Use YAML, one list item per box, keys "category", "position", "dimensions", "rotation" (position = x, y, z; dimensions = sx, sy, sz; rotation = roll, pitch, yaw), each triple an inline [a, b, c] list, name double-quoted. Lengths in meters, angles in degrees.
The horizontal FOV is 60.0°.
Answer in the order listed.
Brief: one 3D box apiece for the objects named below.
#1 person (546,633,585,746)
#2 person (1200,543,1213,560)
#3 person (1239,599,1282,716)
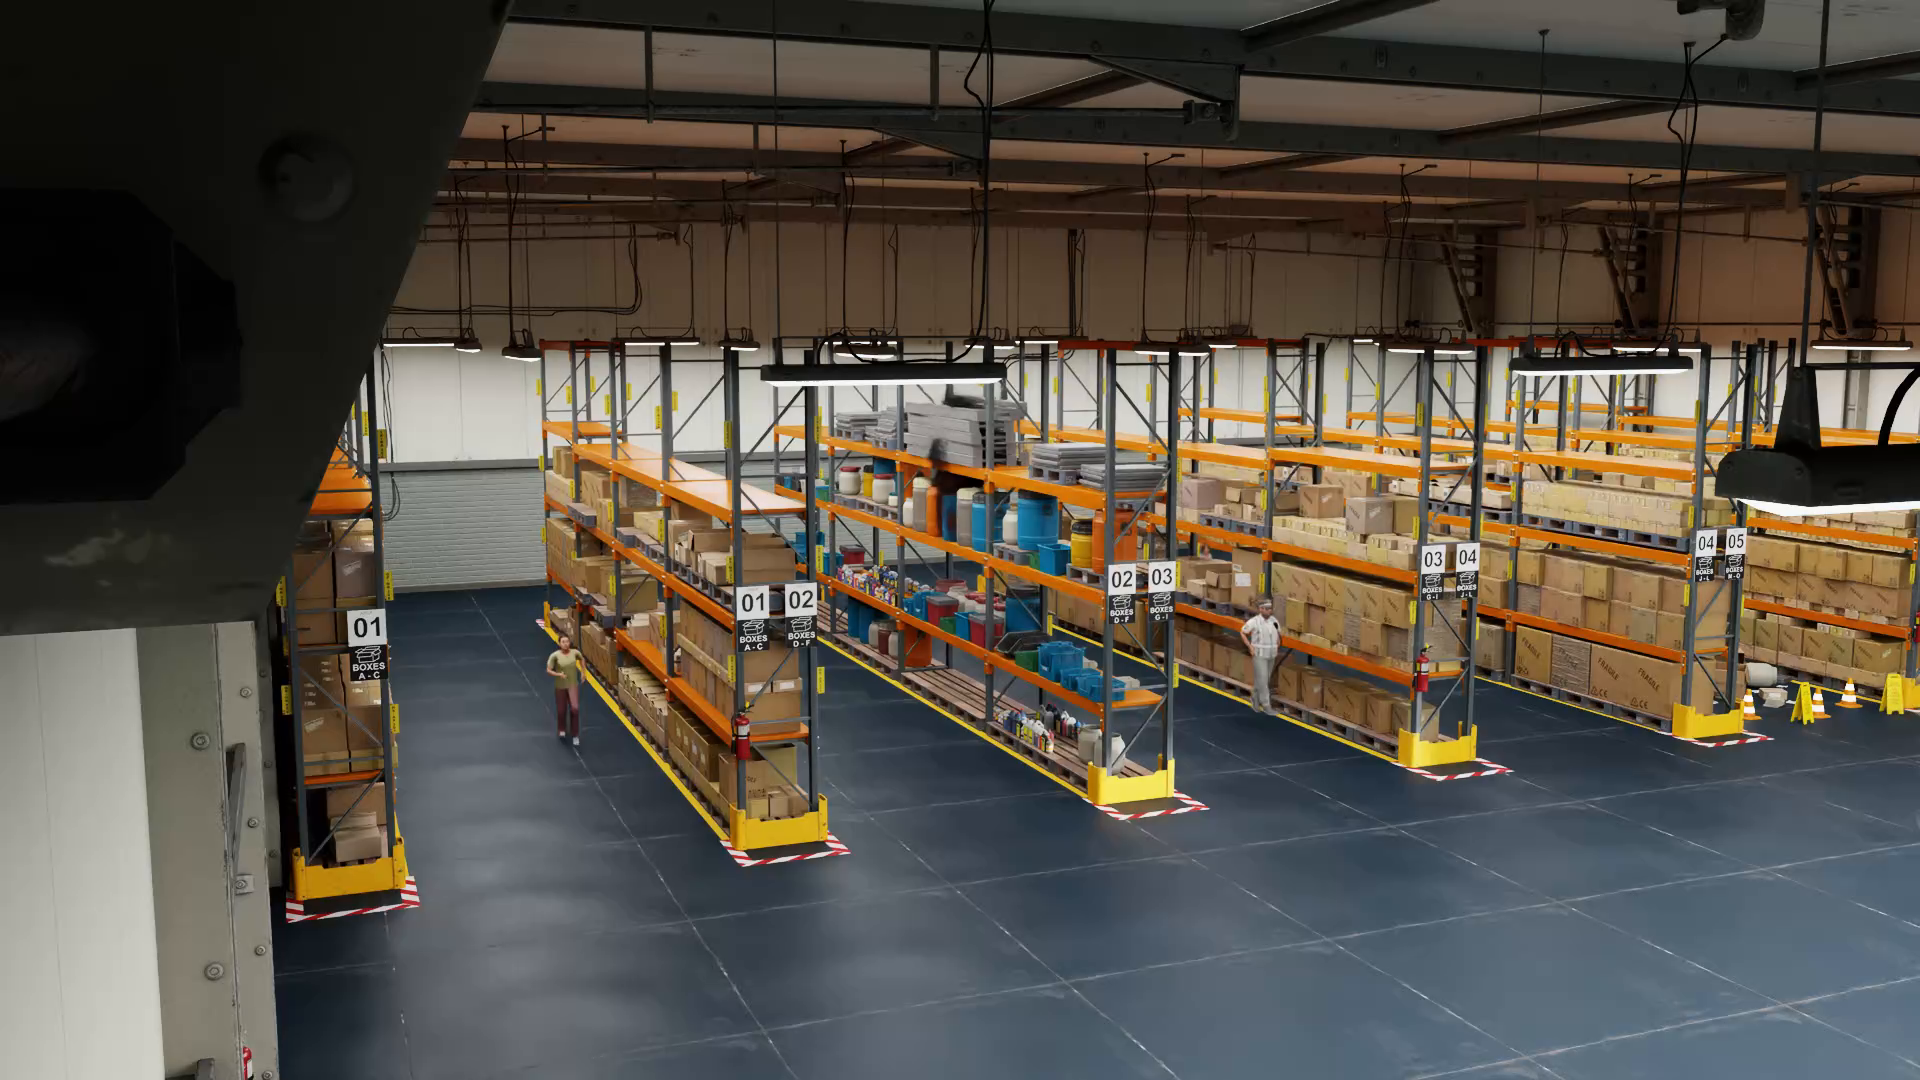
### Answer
- category: "person"
  position: [-5.941, 2.262, 25.122]
  dimensions: [0.597, 1.736, 0.711]
  rotation: [-3, 8, -20]
- category: "person"
  position: [5.352, 0.840, 36.421]
  dimensions: [0.537, 1.560, 0.549]
  rotation: [-3, 8, -22]
- category: "person"
  position: [4.738, 1.826, 25.867]
  dimensions: [0.678, 1.846, 0.829]
  rotation: [-4, 8, -27]
